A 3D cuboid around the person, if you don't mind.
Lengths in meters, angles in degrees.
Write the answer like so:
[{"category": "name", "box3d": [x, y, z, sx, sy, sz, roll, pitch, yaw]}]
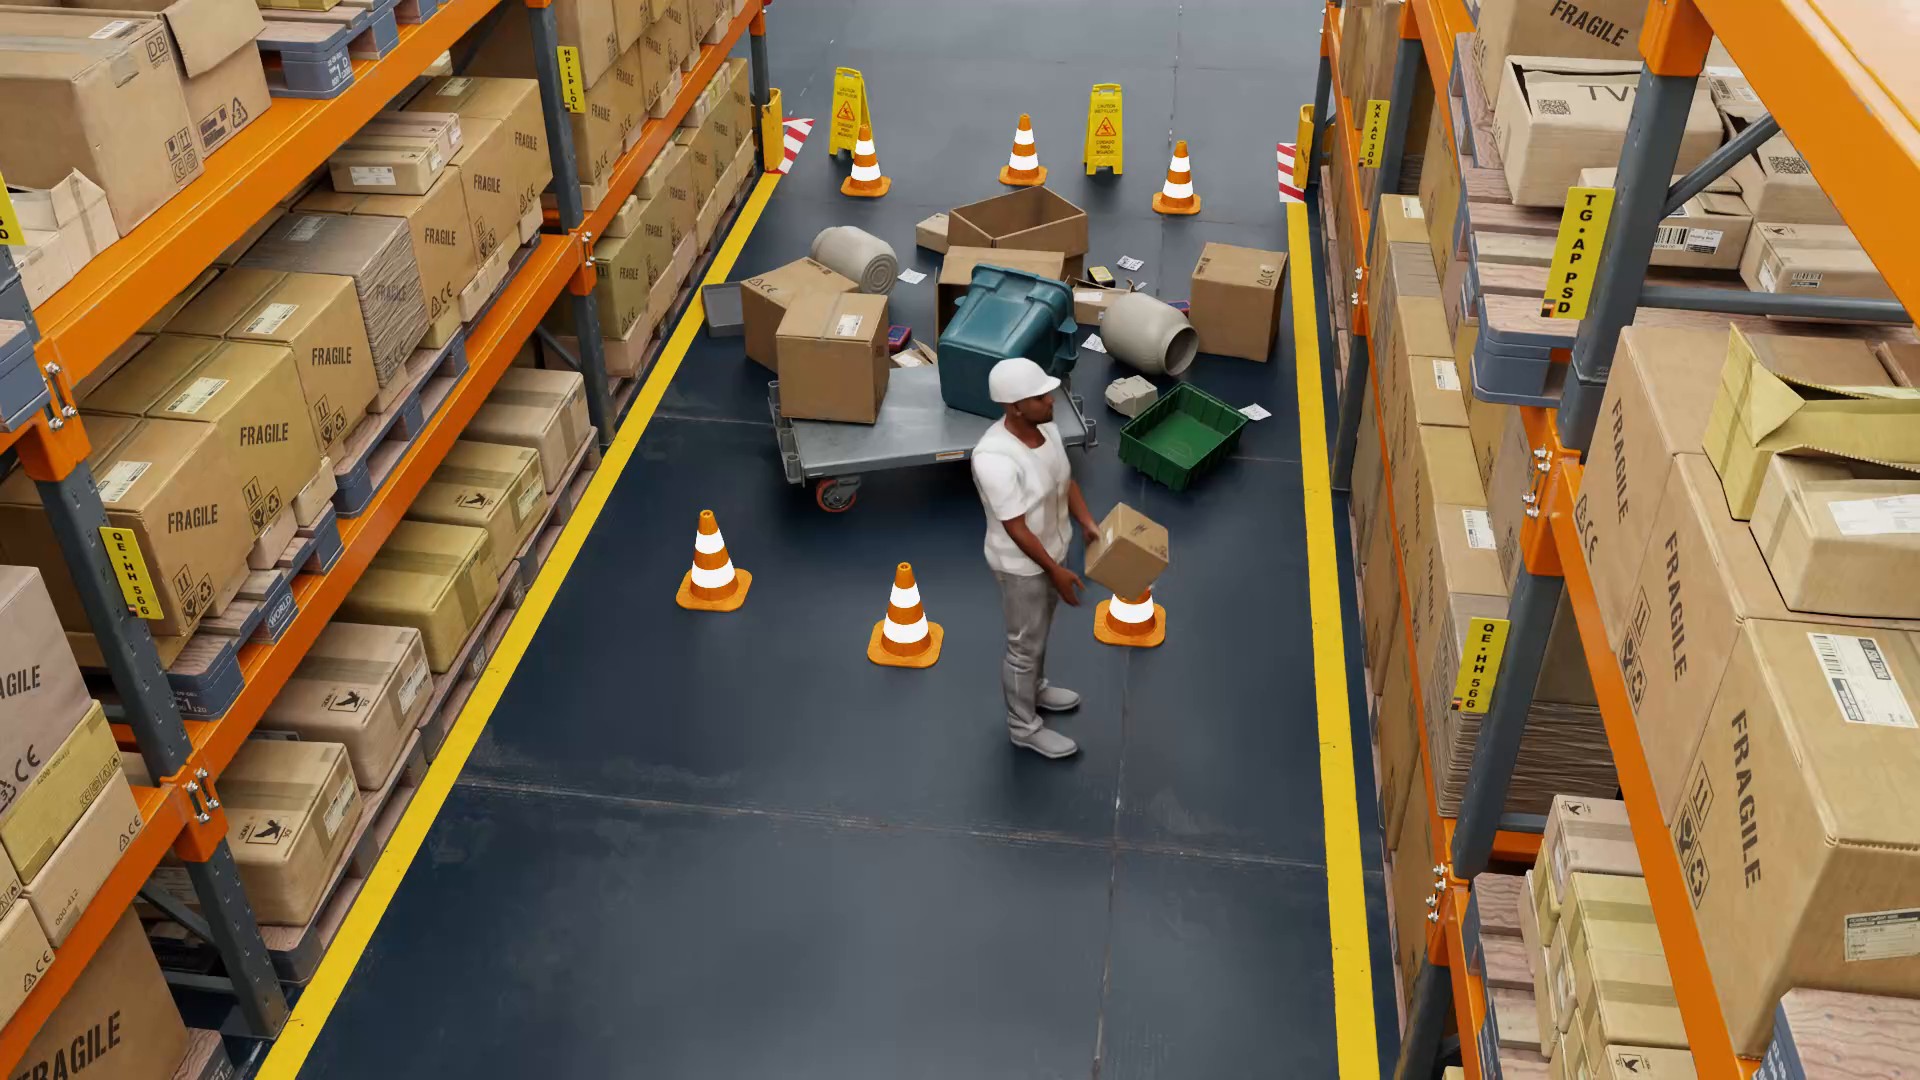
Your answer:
[{"category": "person", "box3d": [0.349, 0.056, 6.936, 0.531, 1.771, 0.545, 16, 39, 20]}]
